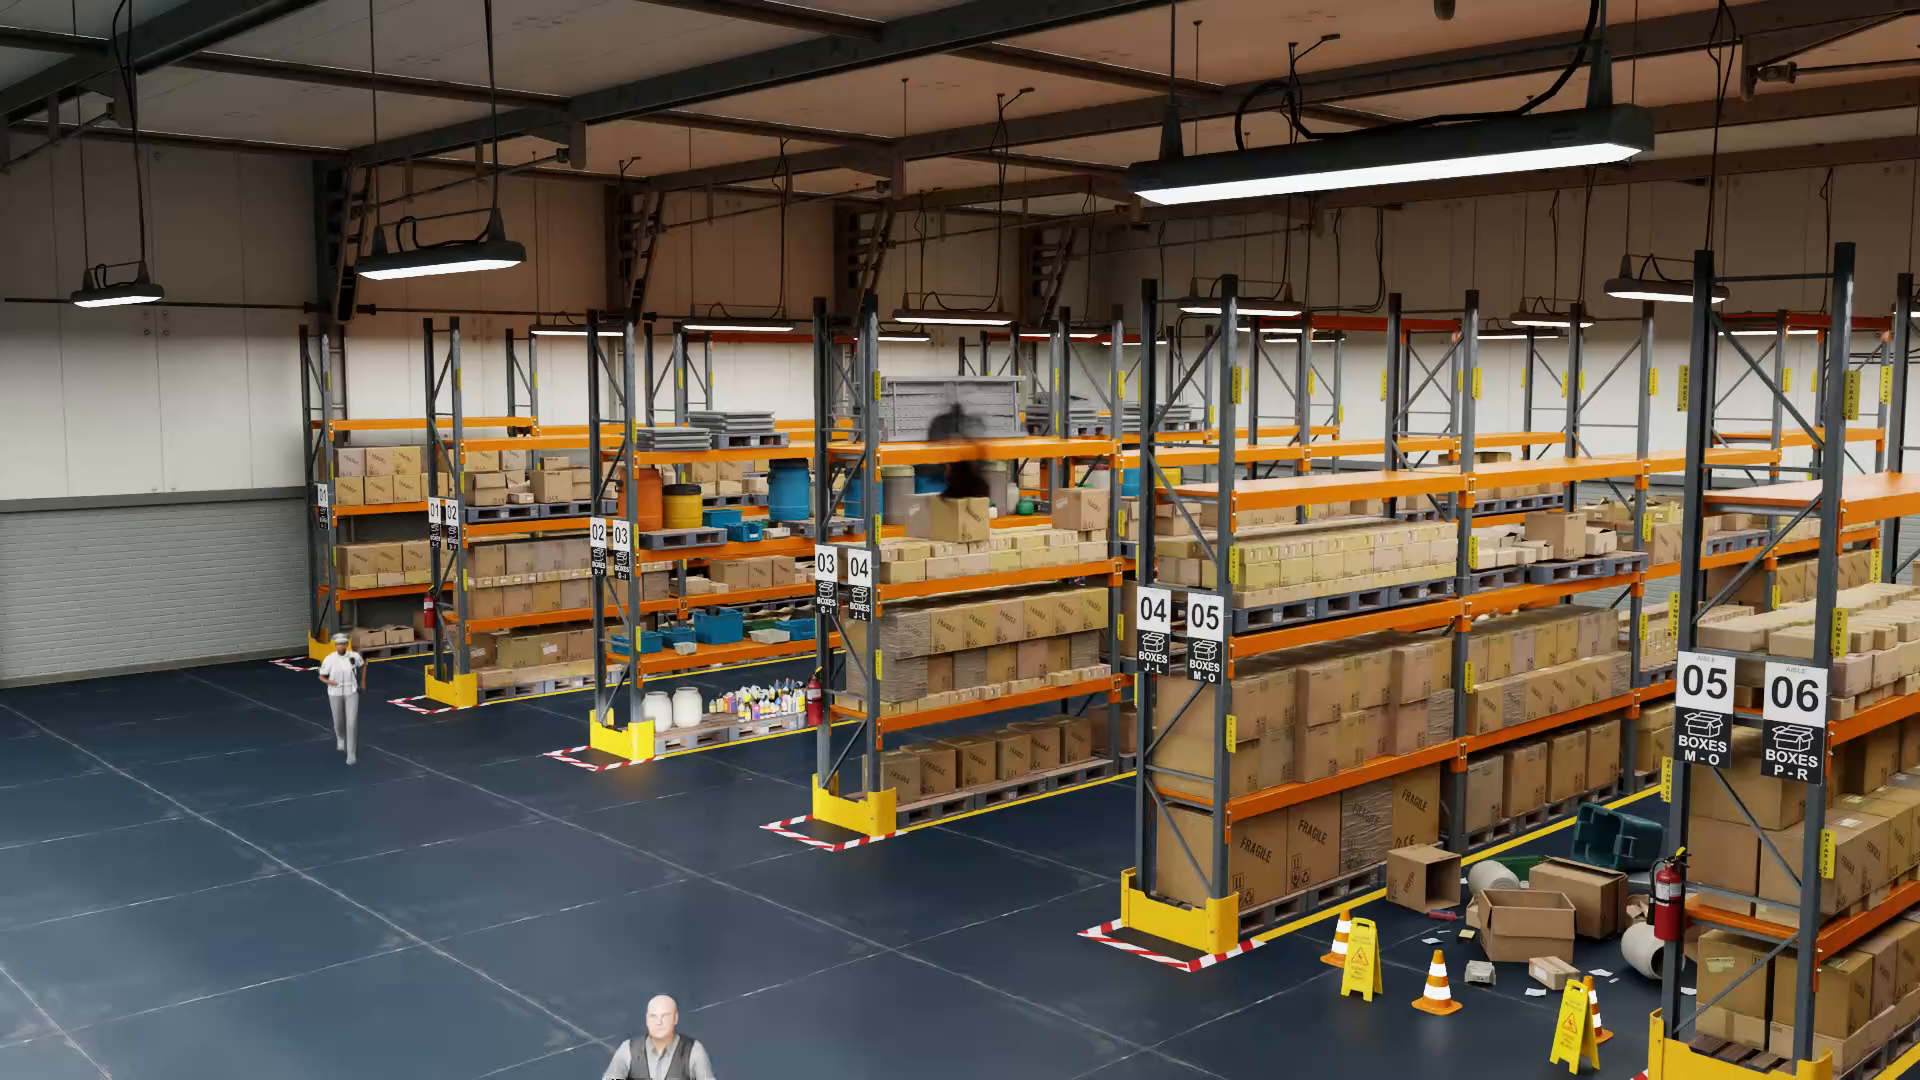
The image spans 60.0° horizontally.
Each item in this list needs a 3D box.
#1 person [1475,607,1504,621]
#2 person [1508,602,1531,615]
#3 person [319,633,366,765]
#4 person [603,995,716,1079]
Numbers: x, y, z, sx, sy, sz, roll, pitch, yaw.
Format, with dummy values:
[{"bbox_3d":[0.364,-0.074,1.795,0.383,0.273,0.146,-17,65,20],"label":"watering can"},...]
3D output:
[{"bbox_3d":[7.928,1.786,24.822,0.684,1.831,0.771,5,8,42],"label":"person"},{"bbox_3d":[8.710,1.689,25.834,0.891,1.739,0.731,-6,8,-44],"label":"person"},{"bbox_3d":[-8.212,2.069,22.151,0.596,1.708,0.927,-2,6,-20],"label":"person"},{"bbox_3d":[-1.676,3.393,9.294,0.658,1.676,0.572,-1,6,-7],"label":"person"}]
